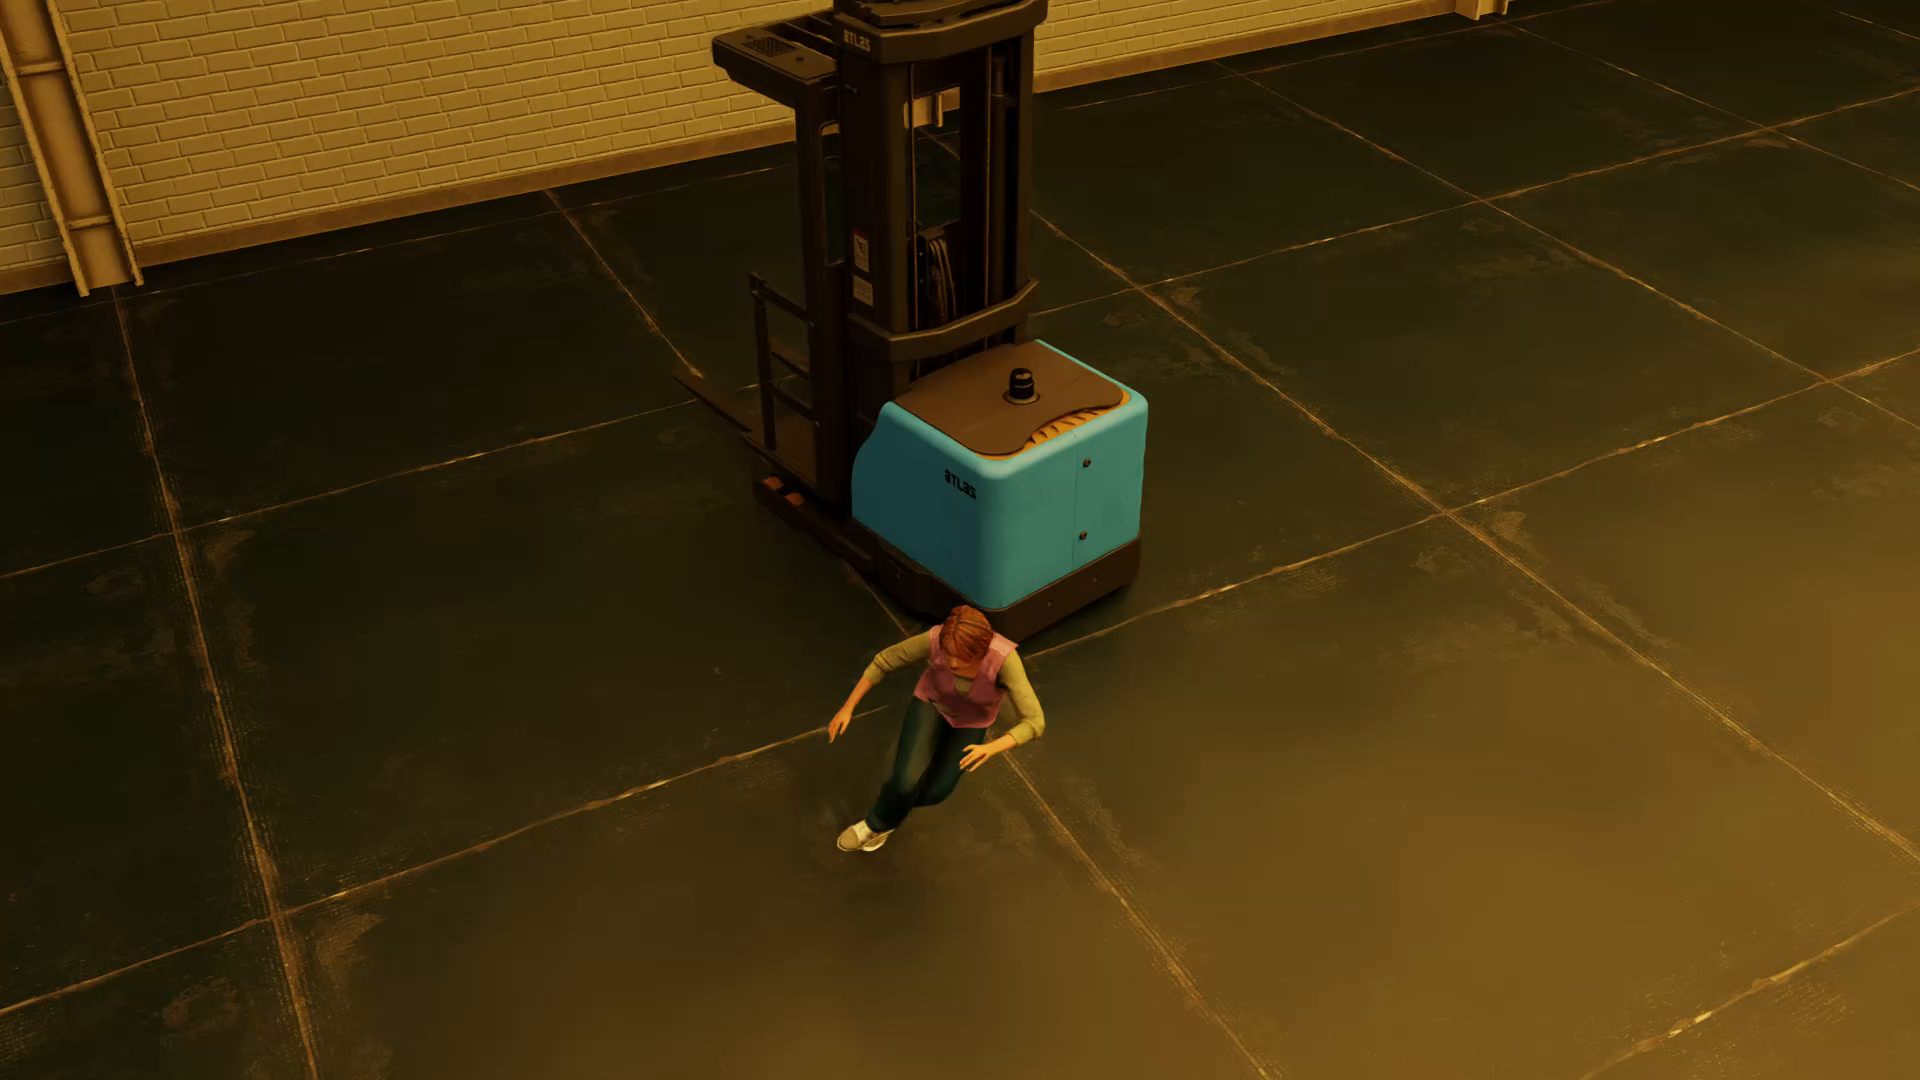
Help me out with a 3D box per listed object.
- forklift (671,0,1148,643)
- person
[{"bbox_3d":[-0.443,-1.450,8.175,1.130,2.935,3.031,-26,43,-32],"label":"forklift"},{"bbox_3d":[-0.093,0.791,6.375,0.823,1.376,0.817,1,35,2],"label":"person"}]
